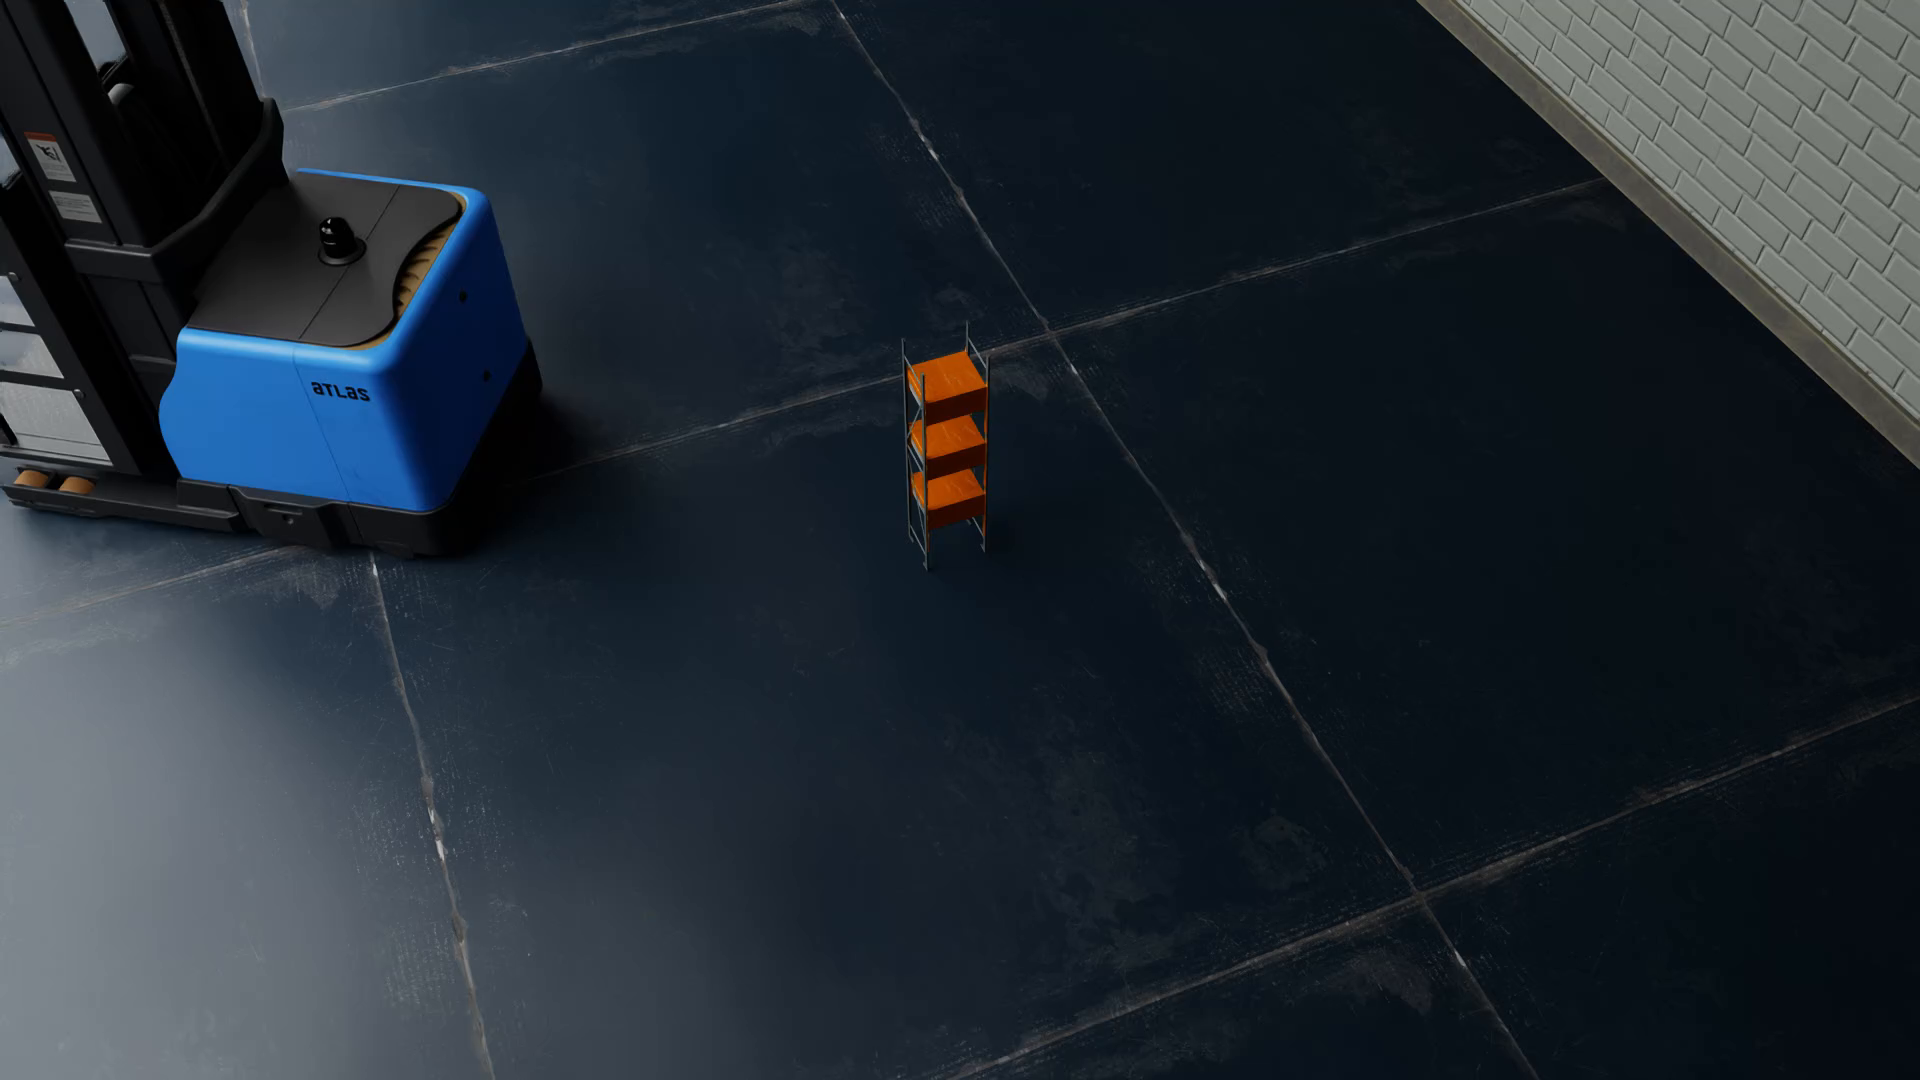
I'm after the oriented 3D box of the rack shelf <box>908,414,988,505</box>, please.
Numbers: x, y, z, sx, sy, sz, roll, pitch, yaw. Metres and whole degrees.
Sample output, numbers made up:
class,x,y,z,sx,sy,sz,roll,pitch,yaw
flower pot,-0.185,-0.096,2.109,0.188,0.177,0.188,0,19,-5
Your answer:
class,x,y,z,sx,sy,sz,roll,pitch,yaw
rack shelf,-0.050,-0.320,6.187,0.240,0.259,0.215,-17,52,-14

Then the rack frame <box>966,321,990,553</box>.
class,x,y,z,sx,sy,sz,roll,pitch,yaw
rack frame,0.063,-0.362,6.209,0.008,1.050,0.200,-17,52,-14

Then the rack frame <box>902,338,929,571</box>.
class,x,y,z,sx,sy,sz,roll,pitch,yaw
rack frame,-0.162,-0.292,6.149,0.008,1.050,0.200,-17,52,-14

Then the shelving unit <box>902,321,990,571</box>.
class,x,y,z,sx,sy,sz,roll,pitch,yaw
shelving unit,-0.050,-0.327,6.179,0.252,1.050,0.215,-17,52,-14

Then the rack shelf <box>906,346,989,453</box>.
class,x,y,z,sx,sy,sz,roll,pitch,yaw
rack shelf,-0.050,-0.505,5.972,0.240,0.259,0.215,-17,52,-14

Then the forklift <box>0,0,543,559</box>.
class,x,y,z,sx,sy,sz,roll,pitch,yaw
forklift,-3.338,-1.435,5.891,3.031,2.935,1.130,8,50,7

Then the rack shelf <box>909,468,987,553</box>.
class,x,y,z,sx,sy,sz,roll,pitch,yaw
rack shelf,-0.050,-0.139,6.398,0.240,0.259,0.215,-17,52,-14
